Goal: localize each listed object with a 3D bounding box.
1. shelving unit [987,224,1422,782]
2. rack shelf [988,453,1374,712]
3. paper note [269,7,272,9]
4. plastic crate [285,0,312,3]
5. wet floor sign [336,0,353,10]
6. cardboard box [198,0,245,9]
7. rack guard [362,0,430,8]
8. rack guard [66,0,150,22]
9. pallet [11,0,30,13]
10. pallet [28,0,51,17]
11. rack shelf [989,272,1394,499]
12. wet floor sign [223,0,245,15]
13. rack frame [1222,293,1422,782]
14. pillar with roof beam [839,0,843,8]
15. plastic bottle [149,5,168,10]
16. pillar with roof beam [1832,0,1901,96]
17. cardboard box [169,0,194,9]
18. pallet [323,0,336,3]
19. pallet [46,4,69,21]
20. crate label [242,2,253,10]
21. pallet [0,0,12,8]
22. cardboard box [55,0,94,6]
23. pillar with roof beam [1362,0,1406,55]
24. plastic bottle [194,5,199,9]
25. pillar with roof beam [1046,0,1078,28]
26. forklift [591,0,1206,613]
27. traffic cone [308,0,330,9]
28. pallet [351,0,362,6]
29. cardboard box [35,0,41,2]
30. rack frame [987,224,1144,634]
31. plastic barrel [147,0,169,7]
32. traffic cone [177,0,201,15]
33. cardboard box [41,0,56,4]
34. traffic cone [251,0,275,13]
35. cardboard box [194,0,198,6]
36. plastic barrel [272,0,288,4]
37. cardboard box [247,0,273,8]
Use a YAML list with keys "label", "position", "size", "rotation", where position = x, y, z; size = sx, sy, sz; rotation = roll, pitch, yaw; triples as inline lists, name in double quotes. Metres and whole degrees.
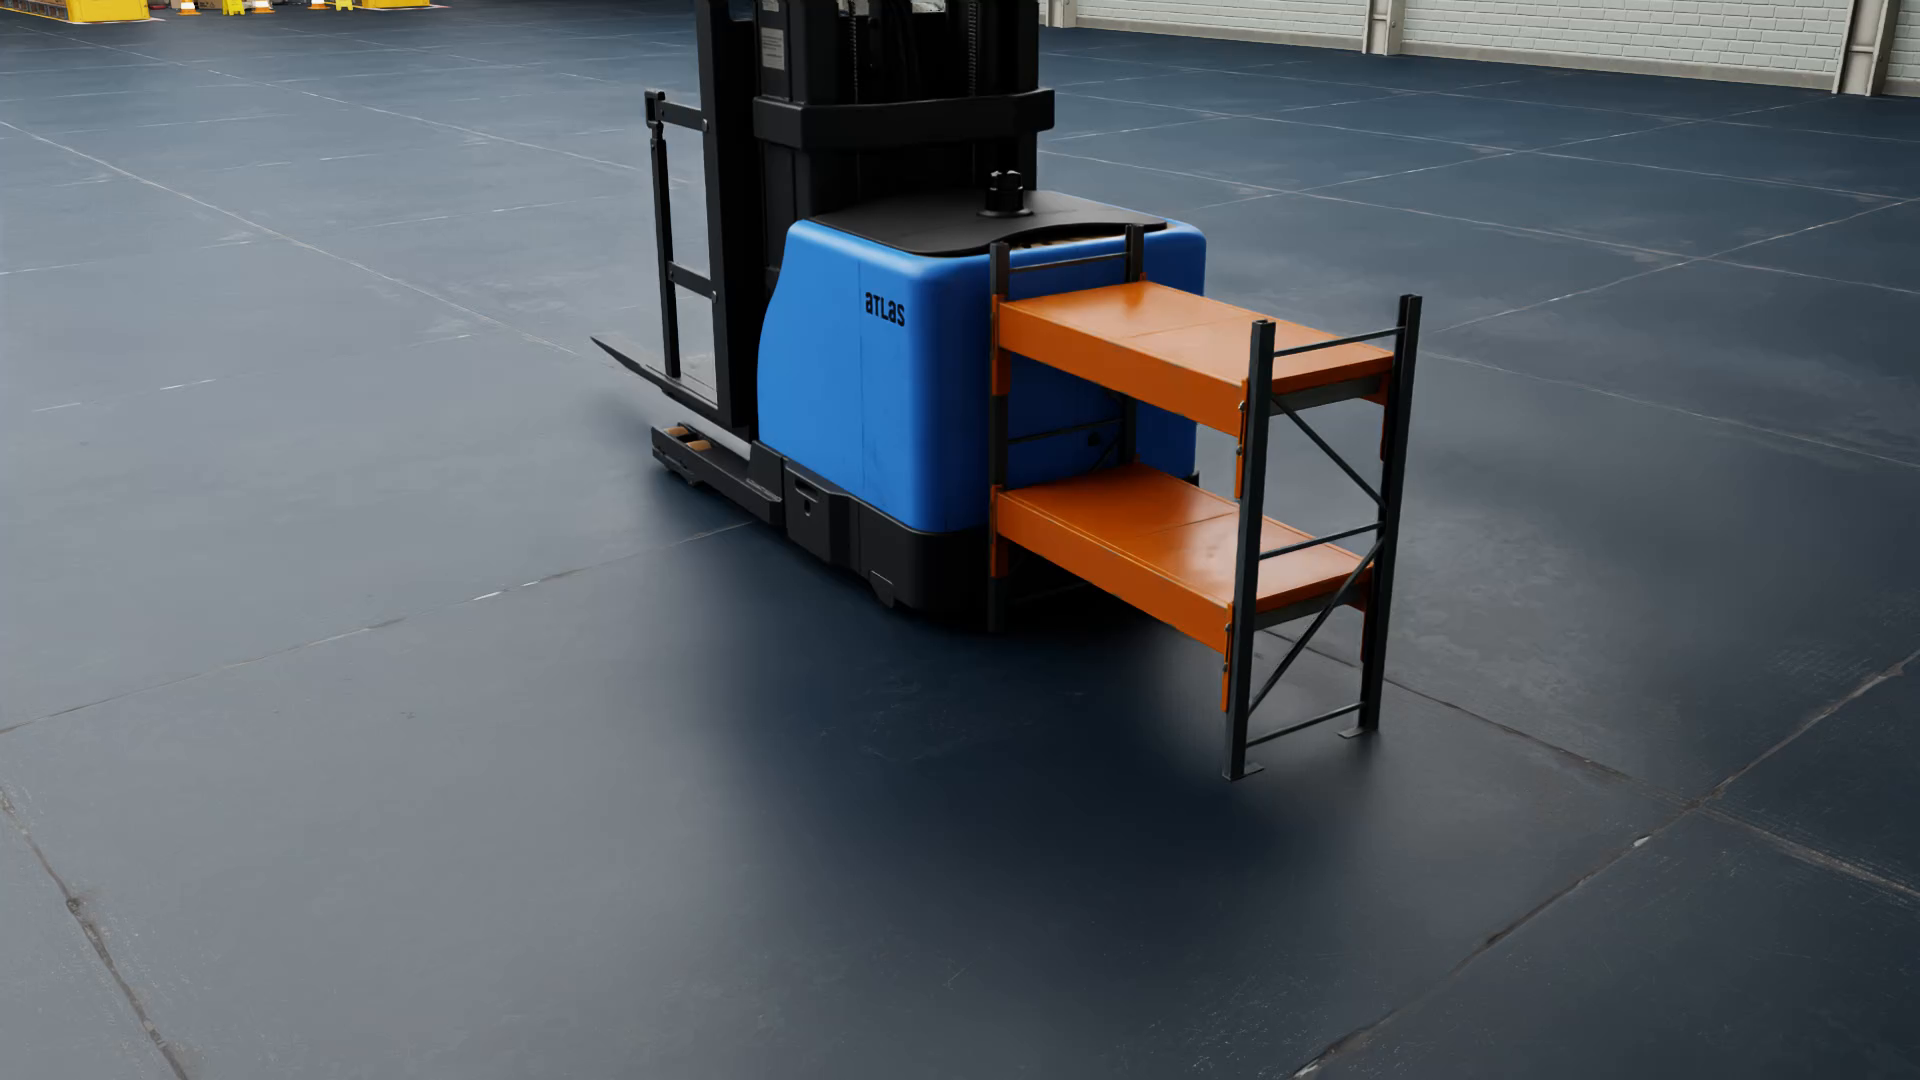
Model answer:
- label: "shelving unit"
  position: [0.574, -0.151, 4.328]
  size: [0.538, 1.125, 1.048]
  rotation: [-13, 25, -30]
- label: "rack shelf"
  position: [0.574, 0.076, 4.417]
  size: [0.538, 0.278, 1.000]
  rotation: [-13, 25, -30]
- label: "paper note"
  position: [-12.367, -9.527, 29.765]
  size: [0.142, 0.019, 0.148]
  rotation: [12, 24, 27]
- label: "plastic crate"
  position: [-12.450, -10.238, 31.515]
  size: [0.583, 0.080, 0.402]
  rotation: [12, 24, 27]
- label: "wet floor sign"
  position: [-10.929, -9.718, 29.412]
  size: [0.267, 0.644, 0.232]
  rotation: [-8, 23, -19]
- label: "cardboard box"
  position: [-13.307, -9.842, 29.922]
  size: [0.637, 0.503, 0.797]
  rotation: [3, 22, 9]
- label: "rack guard"
  position: [-10.292, -9.979, 30.276]
  size: [1.175, 0.500, 0.348]
  rotation: [-17, 27, -37]
- label: "rack guard"
  position: [-13.911, -8.745, 27.126]
  size: [1.175, 0.500, 0.348]
  rotation: [-17, 27, -37]
- label: "pallet"
  position: [-16.100, -9.493, 29.433]
  size: [1.003, 0.211, 1.213]
  rotation: [-17, 27, -37]
- label: "pallet"
  position: [-15.300, -9.156, 28.572]
  size: [1.003, 0.211, 1.213]
  rotation: [-17, 27, -37]
- label: "rack shelf"
  position: [0.574, -0.424, 4.221]
  size: [0.538, 0.278, 1.000]
  rotation: [-13, 25, -30]
- label: "wet floor sign"
  position: [-12.407, -9.283, 28.299]
  size: [0.232, 0.644, 0.267]
  rotation: [17, 27, 36]
- label: "rack frame"
  position: [0.851, 0.004, 3.931]
  size: [0.500, 1.125, 0.032]
  rotation: [-13, 25, -30]
- label: "pillar with roof beam"
  position: [-5.601, -12.822, 25.882]
  size: [9.100, 9.000, 0.400]
  rotation: [-17, 27, -37]
- label: "plastic bottle"
  position: [-14.284, -9.494, 29.639]
  size: [0.133, 0.061, 0.283]
  rotation: [12, 24, 27]
- label: "pillar with roof beam"
  position: [6.149, -7.849, 13.185]
  size: [9.100, 9.000, 0.400]
  rotation: [-17, 27, -37]
- label: "cardboard box"
  position: [-14.020, -9.711, 29.914]
  size: [0.396, 0.266, 0.258]
  rotation: [-12, 25, -28]
- label: "pallet"
  position: [-11.587, -10.414, 31.784]
  size: [1.003, 0.211, 1.213]
  rotation: [-17, 27, -37]
- label: "pallet"
  position: [-14.507, -8.819, 27.712]
  size: [1.003, 0.211, 1.213]
  rotation: [-17, 27, -37]
- label: "crate label"
  position: [-12.679, -9.445, 29.410]
  size: [0.298, 0.136, 0.250]
  rotation: [7, 23, 18]
- label: "pallet"
  position: [-17.098, -9.917, 30.515]
  size: [1.003, 0.211, 1.213]
  rotation: [-17, 27, -37]
- label: "cardboard box"
  position: [-14.419, -9.293, 27.436]
  size: [0.875, 0.875, 0.875]
  rotation: [-17, 27, -37]
- label: "pillar with roof beam"
  position: [2.232, -9.507, 17.417]
  size: [9.100, 9.000, 0.400]
  rotation: [-17, 27, -37]
- label: "plastic bottle"
  position: [-13.713, -9.497, 29.648]
  size: [0.283, 0.061, 0.133]
  rotation: [12, 24, 27]
- label: "pillar with roof beam"
  position: [-1.684, -11.165, 21.650]
  size: [9.100, 9.000, 0.400]
  rotation: [-17, 27, -37]
- label: "forklift"
  position: [-0.478, -1.642, 5.657]
  size: [1.130, 2.935, 3.031]
  rotation: [-13, 25, -30]
- label: "traffic cone"
  position: [-11.500, -9.752, 29.749]
  size: [0.336, 0.463, 0.334]
  rotation: [-17, 27, -37]
- label: "pallet"
  position: [-10.795, -10.077, 30.923]
  size: [1.003, 0.211, 1.213]
  rotation: [-17, 27, -37]
- label: "cardboard box"
  position: [-15.588, -9.788, 28.700]
  size: [0.875, 0.875, 0.875]
  rotation: [-17, 27, -37]
- label: "rack frame"
  position: [0.297, -0.307, 4.725]
  size: [0.500, 1.125, 0.032]
  rotation: [-13, 25, -30]
- label: "plastic barrel"
  position: [-14.635, -9.873, 30.110]
  size: [0.512, 0.421, 0.421]
  rotation: [0, 21, -1]
- label: "traffic cone"
  position: [-13.197, -9.219, 28.387]
  size: [0.336, 0.463, 0.334]
  rotation: [-17, 27, -37]
- label: "cardboard box"
  position: [-14.995, -9.536, 28.055]
  size: [0.875, 0.875, 0.875]
  rotation: [-18, 28, -38]
- label: "traffic cone"
  position: [-12.119, -9.394, 28.834]
  size: [0.336, 0.463, 0.334]
  rotation: [-17, 27, -37]
- label: "cardboard box"
  position: [-13.923, -10.162, 30.552]
  size: [0.797, 0.637, 0.503]
  rotation: [-17, 27, -37]
- label: "plastic barrel"
  position: [-12.737, -10.132, 30.773]
  size: [0.512, 0.421, 0.421]
  rotation: [0, 21, -1]
- label: "cardboard box"
  position: [-12.628, -9.675, 29.983]
  size: [0.380, 0.149, 0.250]
  rotation: [-4, 22, -10]
